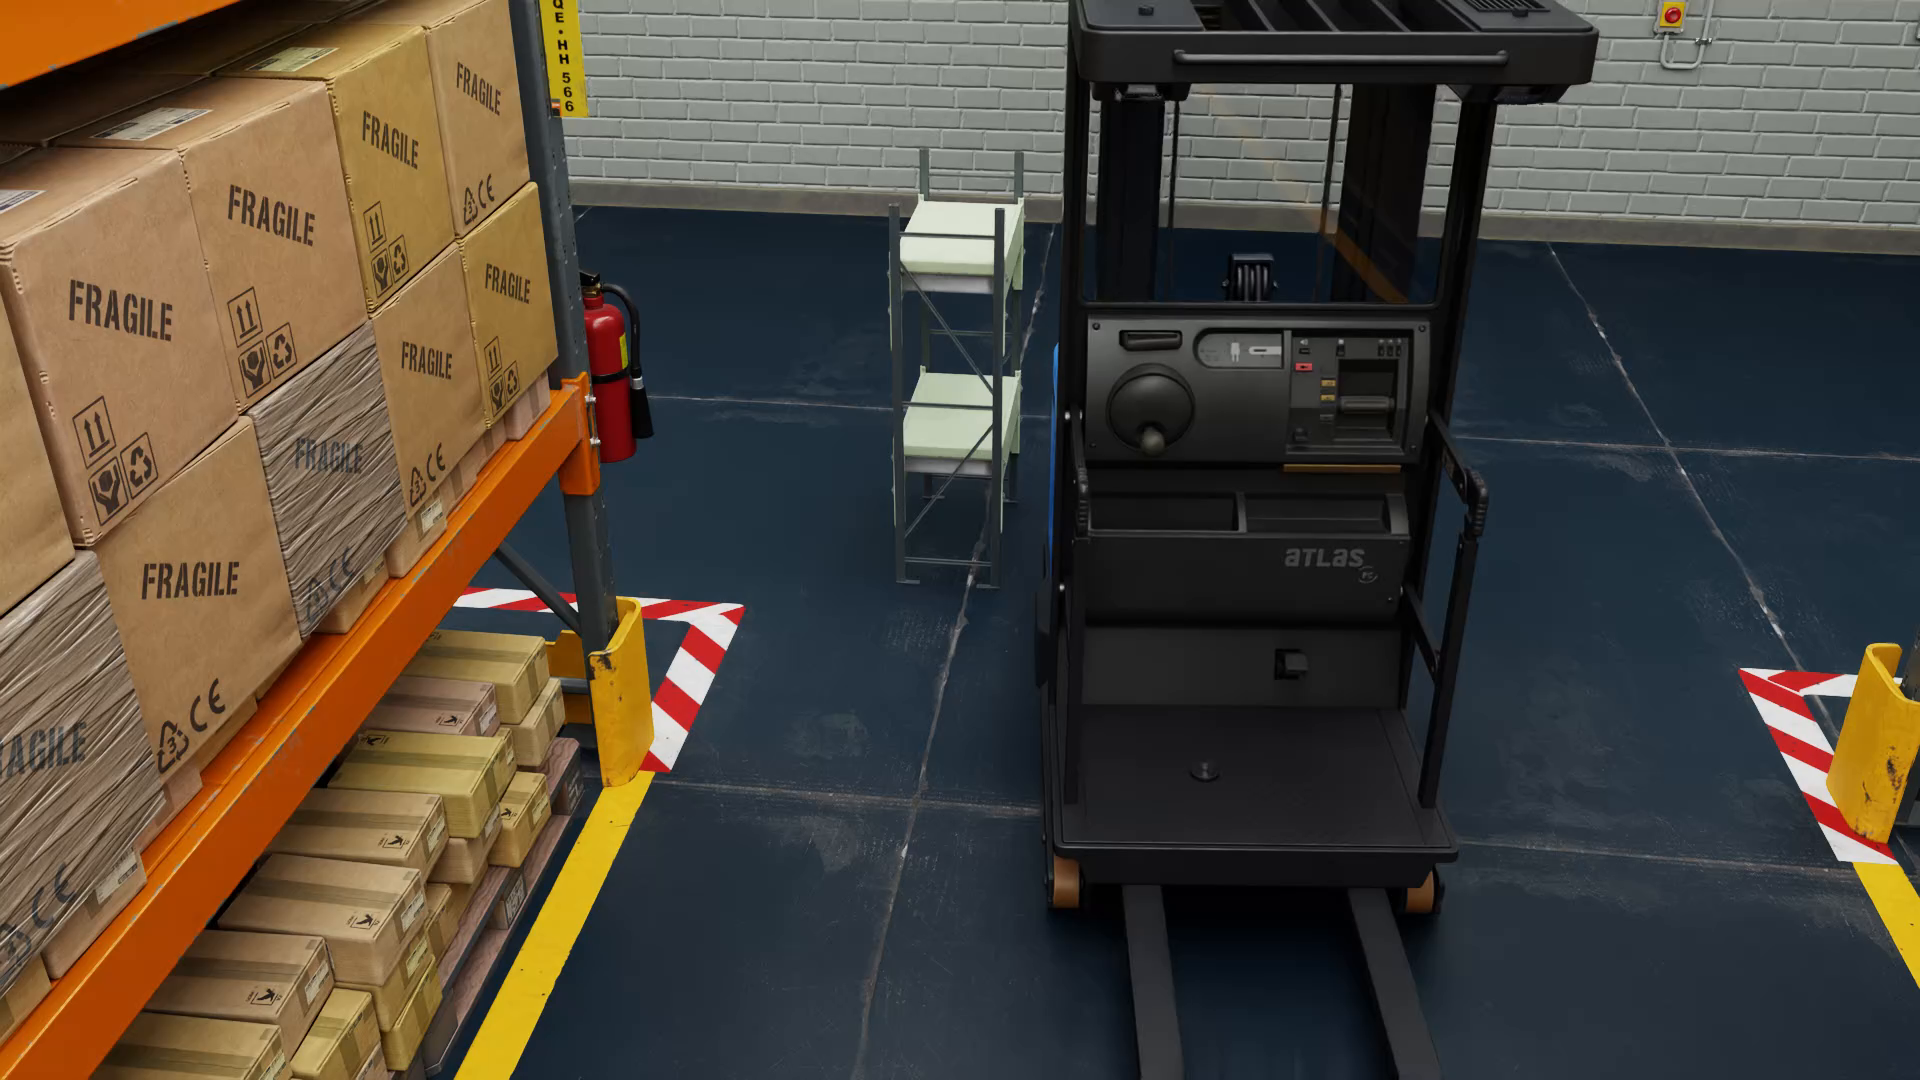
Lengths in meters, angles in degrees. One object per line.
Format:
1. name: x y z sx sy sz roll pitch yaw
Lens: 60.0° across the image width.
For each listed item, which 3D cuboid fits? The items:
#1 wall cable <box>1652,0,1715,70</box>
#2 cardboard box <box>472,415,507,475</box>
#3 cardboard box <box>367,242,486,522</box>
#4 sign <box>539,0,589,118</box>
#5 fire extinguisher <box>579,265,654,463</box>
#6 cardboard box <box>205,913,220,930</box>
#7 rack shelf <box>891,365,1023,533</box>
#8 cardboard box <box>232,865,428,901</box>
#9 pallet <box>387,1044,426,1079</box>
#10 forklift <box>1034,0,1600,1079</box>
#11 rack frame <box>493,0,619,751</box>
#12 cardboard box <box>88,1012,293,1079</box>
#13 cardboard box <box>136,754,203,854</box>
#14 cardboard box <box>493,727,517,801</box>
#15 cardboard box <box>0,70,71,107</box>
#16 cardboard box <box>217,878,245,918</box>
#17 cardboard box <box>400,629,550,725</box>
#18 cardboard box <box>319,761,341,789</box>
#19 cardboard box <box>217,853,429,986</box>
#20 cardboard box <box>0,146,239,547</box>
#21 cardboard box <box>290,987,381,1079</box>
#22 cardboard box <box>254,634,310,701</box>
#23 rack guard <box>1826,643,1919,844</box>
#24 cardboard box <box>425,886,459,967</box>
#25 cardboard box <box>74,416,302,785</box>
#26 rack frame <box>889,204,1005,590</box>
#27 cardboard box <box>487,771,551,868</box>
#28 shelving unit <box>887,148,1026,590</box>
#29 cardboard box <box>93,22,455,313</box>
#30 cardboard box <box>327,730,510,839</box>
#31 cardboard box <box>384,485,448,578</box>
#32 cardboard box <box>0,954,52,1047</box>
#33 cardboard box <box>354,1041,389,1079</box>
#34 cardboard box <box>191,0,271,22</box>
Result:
1. wall cable: 3.991 -3.558 9.087 0.585 1.953 0.123 3 28 6
2. cardboard box: -1.428 -0.286 4.383 0.380 0.149 0.250 3 28 6
3. cardboard box: -1.469 -0.387 3.888 0.500 0.500 0.500 3 28 5
4. sign: -1.053 -1.288 4.425 0.100 0.325 0.005 3 28 6
5. fire extinguisher: -1.112 -0.575 5.129 0.296 0.674 0.183 3 28 6
6. cardboard box: -2.029 0.981 4.016 0.380 0.149 0.250 2 28 4
7. rack shelf: -0.001 -0.370 6.543 0.431 0.370 0.720 3 28 6
8. cardboard box: -1.580 0.888 4.188 0.380 0.149 0.250 3 28 6
9. pallet: -1.897 1.535 3.678 1.003 0.211 1.213 3 28 6
10. forklift: 0.807 -0.371 4.349 1.130 2.935 3.031 1 28 1
11. rack frame: -1.601 -0.681 4.852 1.000 3.000 0.127 3 28 6
12. cardboard box: -1.627 1.126 3.434 0.380 0.149 0.250 3 29 6
13. cardboard box: -1.632 0.446 3.024 0.380 0.149 0.250 4 29 8
14. cardboard box: -1.468 0.643 4.643 0.380 0.149 0.250 3 28 5
15. cardboard box: -2.061 -0.619 3.263 0.500 0.500 0.500 3 28 5
16. cardboard box: -2.098 0.976 4.338 0.380 0.149 0.250 4 29 7
17. cardboard box: -1.415 0.391 4.797 0.380 0.149 0.250 4 29 7
18. cardboard box: -1.934 0.745 4.767 0.380 0.149 0.250 3 28 6
19. cardboard box: -1.480 0.883 3.884 0.380 0.149 0.250 4 29 8
20. cardboard box: -1.589 -0.333 2.733 0.500 0.500 0.500 2 28 4
21. cardboard box: -1.545 1.132 3.736 0.380 0.149 0.250 5 29 9
22. cardboard box: -1.606 0.201 3.480 0.380 0.149 0.250 2 28 4
23. rack guard: 3.327 0.648 5.020 1.175 0.500 0.348 3 28 6
24. cardboard box: -1.525 1.012 4.271 0.380 0.149 0.250 4 29 7
25. cardboard box: -1.593 0.086 3.009 0.500 0.500 0.500 5 29 9
26. rack frame: -0.046 -0.485 6.069 0.400 1.500 0.023 3 28 6
27. cardboard box: -1.390 0.776 4.710 0.380 0.149 0.250 4 29 8
28. shelving unit: -0.001 -0.657 6.388 0.431 1.500 0.755 3 28 6
29. cardboard box: -1.473 -0.828 3.651 0.500 0.500 0.500 2 28 4
30. cardboard box: -1.408 0.635 4.344 0.380 0.149 0.250 3 28 5
31. cardboard box: -1.452 -0.045 3.936 0.380 0.149 0.250 4 29 8
32. cardboard box: -1.658 0.701 2.551 0.380 0.149 0.250 4 29 7
33. cardboard box: -1.547 1.263 3.805 0.380 0.149 0.250 4 29 7
34. cardboard box: -1.920 -1.100 4.157 0.500 0.500 0.500 3 28 6
